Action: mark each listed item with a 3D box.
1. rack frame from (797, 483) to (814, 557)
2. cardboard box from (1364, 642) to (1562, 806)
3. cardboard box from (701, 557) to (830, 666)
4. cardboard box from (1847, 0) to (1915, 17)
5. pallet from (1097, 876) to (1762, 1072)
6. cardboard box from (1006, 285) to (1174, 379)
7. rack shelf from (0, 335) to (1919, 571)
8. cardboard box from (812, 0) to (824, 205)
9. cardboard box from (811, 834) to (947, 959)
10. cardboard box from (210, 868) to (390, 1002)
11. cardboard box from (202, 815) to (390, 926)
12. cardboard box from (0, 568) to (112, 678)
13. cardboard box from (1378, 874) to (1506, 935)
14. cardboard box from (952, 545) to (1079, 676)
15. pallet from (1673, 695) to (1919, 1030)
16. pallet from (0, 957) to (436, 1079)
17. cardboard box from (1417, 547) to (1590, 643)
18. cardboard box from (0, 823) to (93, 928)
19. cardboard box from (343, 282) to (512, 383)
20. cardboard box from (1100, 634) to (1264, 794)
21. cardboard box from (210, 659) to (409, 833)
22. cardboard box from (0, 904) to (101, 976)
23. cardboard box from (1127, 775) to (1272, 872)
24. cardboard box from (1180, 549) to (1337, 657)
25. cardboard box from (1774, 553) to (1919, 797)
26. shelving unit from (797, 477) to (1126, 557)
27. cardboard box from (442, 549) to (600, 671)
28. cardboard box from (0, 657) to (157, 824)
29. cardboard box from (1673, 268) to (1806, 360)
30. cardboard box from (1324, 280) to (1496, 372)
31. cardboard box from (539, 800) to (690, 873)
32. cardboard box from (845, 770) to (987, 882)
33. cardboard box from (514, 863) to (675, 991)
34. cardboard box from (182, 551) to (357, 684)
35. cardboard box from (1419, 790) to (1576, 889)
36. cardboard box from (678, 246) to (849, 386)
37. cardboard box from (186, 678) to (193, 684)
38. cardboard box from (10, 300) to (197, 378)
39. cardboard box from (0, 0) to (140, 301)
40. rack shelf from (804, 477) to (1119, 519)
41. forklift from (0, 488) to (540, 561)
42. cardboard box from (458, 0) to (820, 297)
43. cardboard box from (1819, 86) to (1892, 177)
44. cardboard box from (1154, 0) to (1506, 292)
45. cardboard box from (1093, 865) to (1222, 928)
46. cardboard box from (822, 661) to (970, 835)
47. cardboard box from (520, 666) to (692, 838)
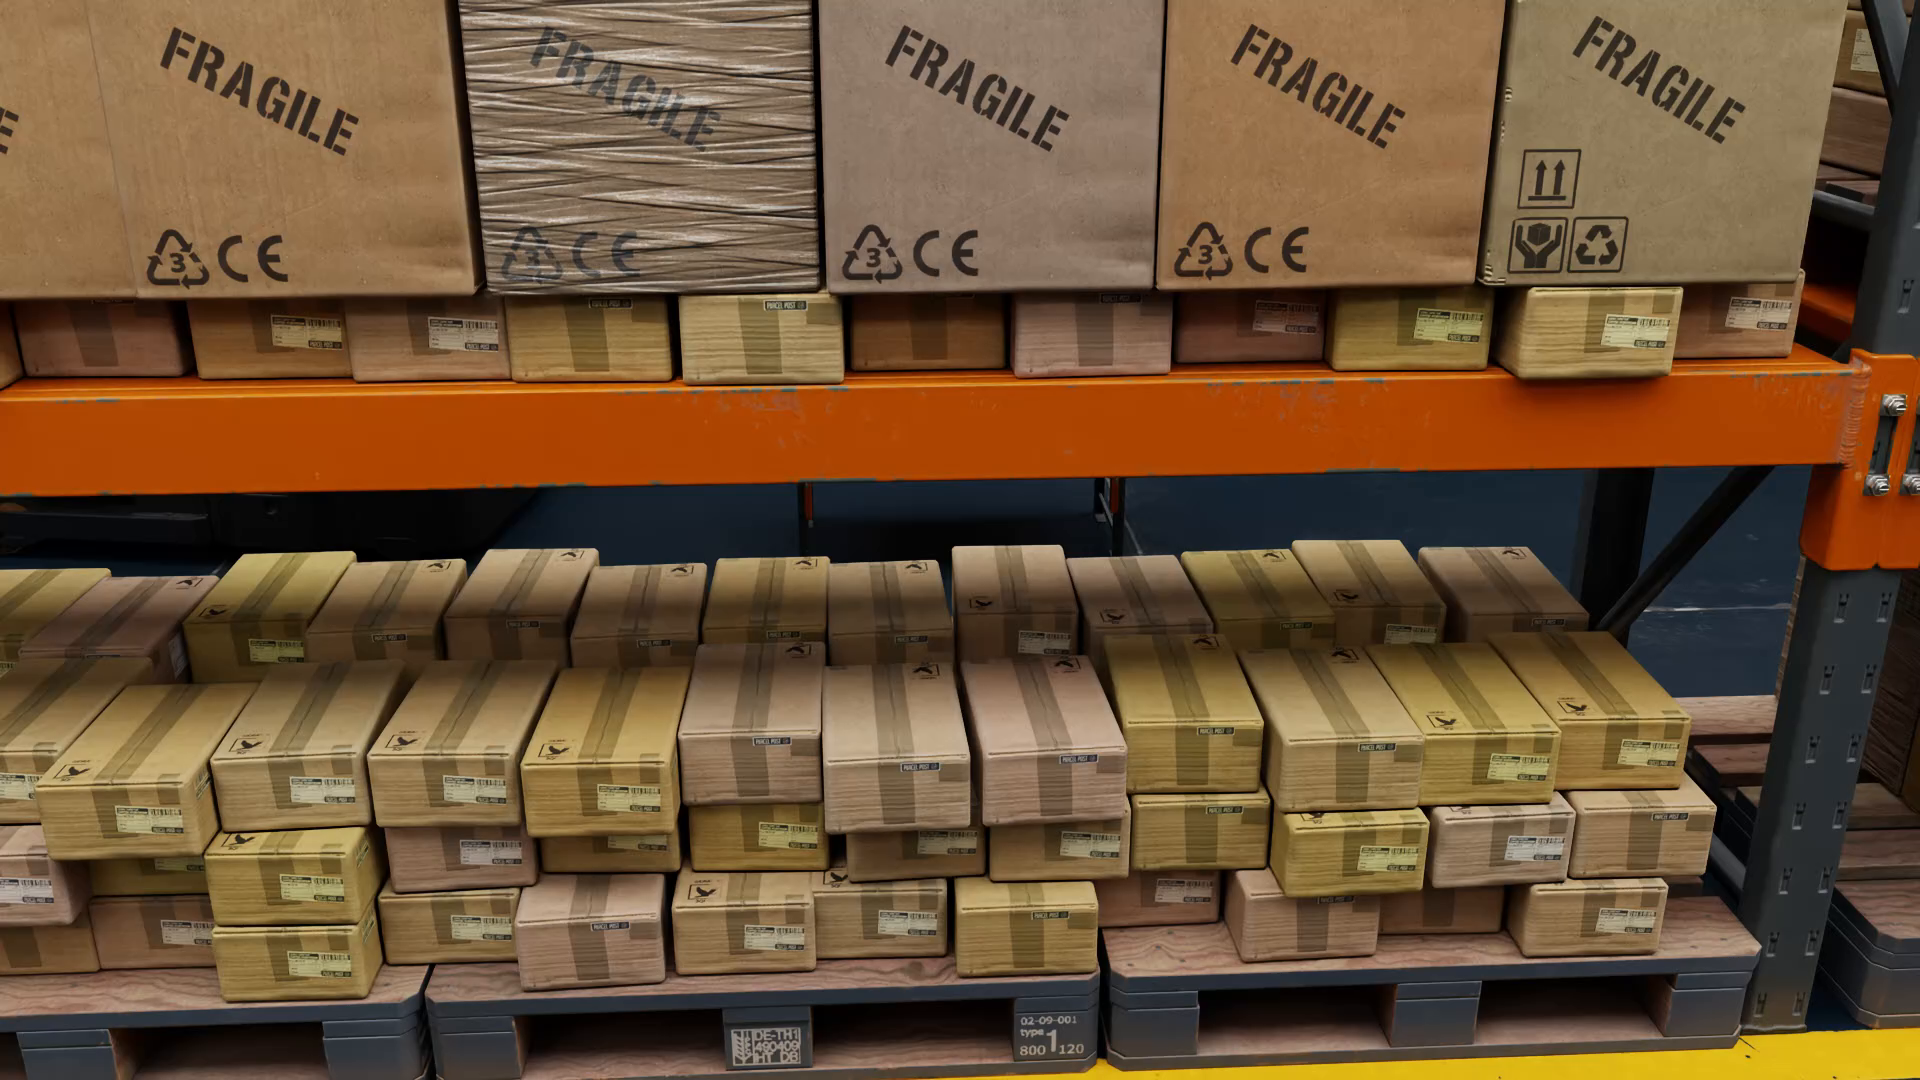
[{"bbox_3d":[-0.514,-0.515,5.393,0.032,1.125,0.500,-1,21,-3],"label":"rack frame"},{"bbox_3d":[0.921,0.336,3.103,0.250,0.149,0.380,-1,21,-2],"label":"cardboard box"},{"bbox_3d":[-0.403,0.173,3.531,0.250,0.149,0.380,-1,21,-3],"label":"cardboard box"},{"bbox_3d":[1.904,-1.075,3.156,0.250,0.149,0.380,0,21,-1],"label":"cardboard box"},{"bbox_3d":[0.846,0.689,3.516,1.213,0.211,1.003,-1,21,-3],"label":"pallet"},{"bbox_3d":[0.193,-0.394,2.792,0.250,0.149,0.380,-2,21,-5],"label":"cardboard box"},{"bbox_3d":[-0.482,-0.264,3.110,4.000,0.370,1.077,-1,21,-3],"label":"rack shelf"},{"bbox_3d":[-0.527,-0.875,3.144,0.500,0.500,0.500,0,21,0],"label":"cardboard box"},{"bbox_3d":[-0.155,0.627,3.176,0.250,0.149,0.380,-1,21,-2],"label":"cardboard box"},{"bbox_3d":[-1.172,0.671,3.058,0.250,0.149,0.380,-1,21,-2],"label":"cardboard box"},{"bbox_3d":[-1.163,0.529,3.013,0.250,0.149,0.380,-1,21,-1],"label":"cardboard box"},{"bbox_3d":[-1.965,0.198,3.466,0.250,0.149,0.380,-1,21,-2],"label":"cardboard box"},{"bbox_3d":[0.878,0.600,3.246,0.250,0.149,0.380,-1,21,-2],"label":"cardboard box"},{"bbox_3d":[0.113,0.147,3.599,0.250,0.149,0.380,-1,21,-2],"label":"cardboard box"},{"bbox_3d":[2.292,0.646,3.628,1.213,0.211,1.003,-1,21,-3],"label":"pallet"},{"bbox_3d":[-1.590,0.738,3.386,1.213,0.211,1.003,-1,21,-3],"label":"pallet"},{"bbox_3d":[1.159,0.151,3.590,0.250,0.149,0.380,0,21,-1],"label":"cardboard box"},{"bbox_3d":[-1.665,0.532,3.005,0.250,0.149,0.380,-1,21,-3],"label":"cardboard box"},{"bbox_3d":[-0.842,-0.384,2.768,0.250,0.149,0.380,-2,21,-4],"label":"cardboard box"},{"bbox_3d":[0.410,0.321,3.142,0.250,0.149,0.380,0,21,-1],"label":"cardboard box"},{"bbox_3d":[-1.166,0.366,3.024,0.250,0.149,0.380,-2,21,-6],"label":"cardboard box"},{"bbox_3d":[-1.681,0.645,3.127,0.250,0.149,0.380,-1,21,-3],"label":"cardboard box"},{"bbox_3d":[0.426,0.467,3.176,0.250,0.149,0.380,-1,21,-3],"label":"cardboard box"},{"bbox_3d":[0.631,0.158,3.571,0.250,0.149,0.380,-1,21,-4],"label":"cardboard box"},{"bbox_3d":[2.239,0.227,3.733,0.500,0.500,0.500,-2,21,-4],"label":"cardboard box"},{"bbox_3d":[-0.007,-0.526,5.420,1.048,1.125,0.538,-1,21,-3],"label":"shelving unit"},{"bbox_3d":[-0.932,0.155,3.580,0.250,0.149,0.380,0,21,-1],"label":"cardboard box"},{"bbox_3d":[-1.668,0.360,3.040,0.250,0.149,0.380,-1,21,-2],"label":"cardboard box"},{"bbox_3d":[1.243,-0.435,2.900,0.250,0.149,0.380,-1,21,-4],"label":"cardboard box"},{"bbox_3d":[0.721,-0.406,2.826,0.250,0.149,0.380,0,21,-1],"label":"cardboard box"},{"bbox_3d":[-0.635,0.470,3.169,0.250,0.149,0.380,0,21,0],"label":"cardboard box"},{"bbox_3d":[-0.096,0.478,3.149,0.250,0.149,0.380,-2,21,-6],"label":"cardboard box"},{"bbox_3d":[-0.669,0.658,3.093,0.250,0.149,0.380,-2,21,-6],"label":"cardboard box"},{"bbox_3d":[-1.460,0.163,3.559,0.250,0.149,0.380,-2,21,-4],"label":"cardboard box"},{"bbox_3d":[0.949,0.485,3.129,0.250,0.149,0.380,-2,21,-6],"label":"cardboard box"},{"bbox_3d":[-0.314,-0.377,2.749,0.250,0.149,0.380,-1,21,-2],"label":"cardboard box"},{"bbox_3d":[-1.704,0.339,3.513,0.250,0.149,0.380,-2,21,-4],"label":"cardboard box"},{"bbox_3d":[-1.362,-0.393,2.790,0.250,0.149,0.380,0,21,-1],"label":"cardboard box"},{"bbox_3d":[-1.482,-0.676,2.623,0.500,0.500,0.500,-1,21,-3],"label":"cardboard box"},{"bbox_3d":[-0.007,-0.297,5.507,1.000,0.278,0.538,-1,21,-3],"label":"rack shelf"},{"bbox_3d":[-3.005,-1.506,5.458,3.031,2.935,1.130,2,21,6],"label":"forklift"},{"bbox_3d":[-0.484,-0.694,2.670,0.500,0.500,0.500,-2,21,-4],"label":"cardboard box"},{"bbox_3d":[1.900,-0.798,3.264,0.250,0.149,0.380,-2,21,-4],"label":"cardboard box"},{"bbox_3d":[0.529,-0.706,2.702,0.500,0.500,0.500,-2,21,-5],"label":"cardboard box"},{"bbox_3d":[0.348,0.590,3.271,0.250,0.149,0.380,-2,21,-4],"label":"cardboard box"},{"bbox_3d":[-0.124,0.369,3.015,0.250,0.149,0.380,-2,21,-5],"label":"cardboard box"},{"bbox_3d":[-0.624,0.375,3.001,0.250,0.149,0.380,-1,21,-2],"label":"cardboard box"}]
